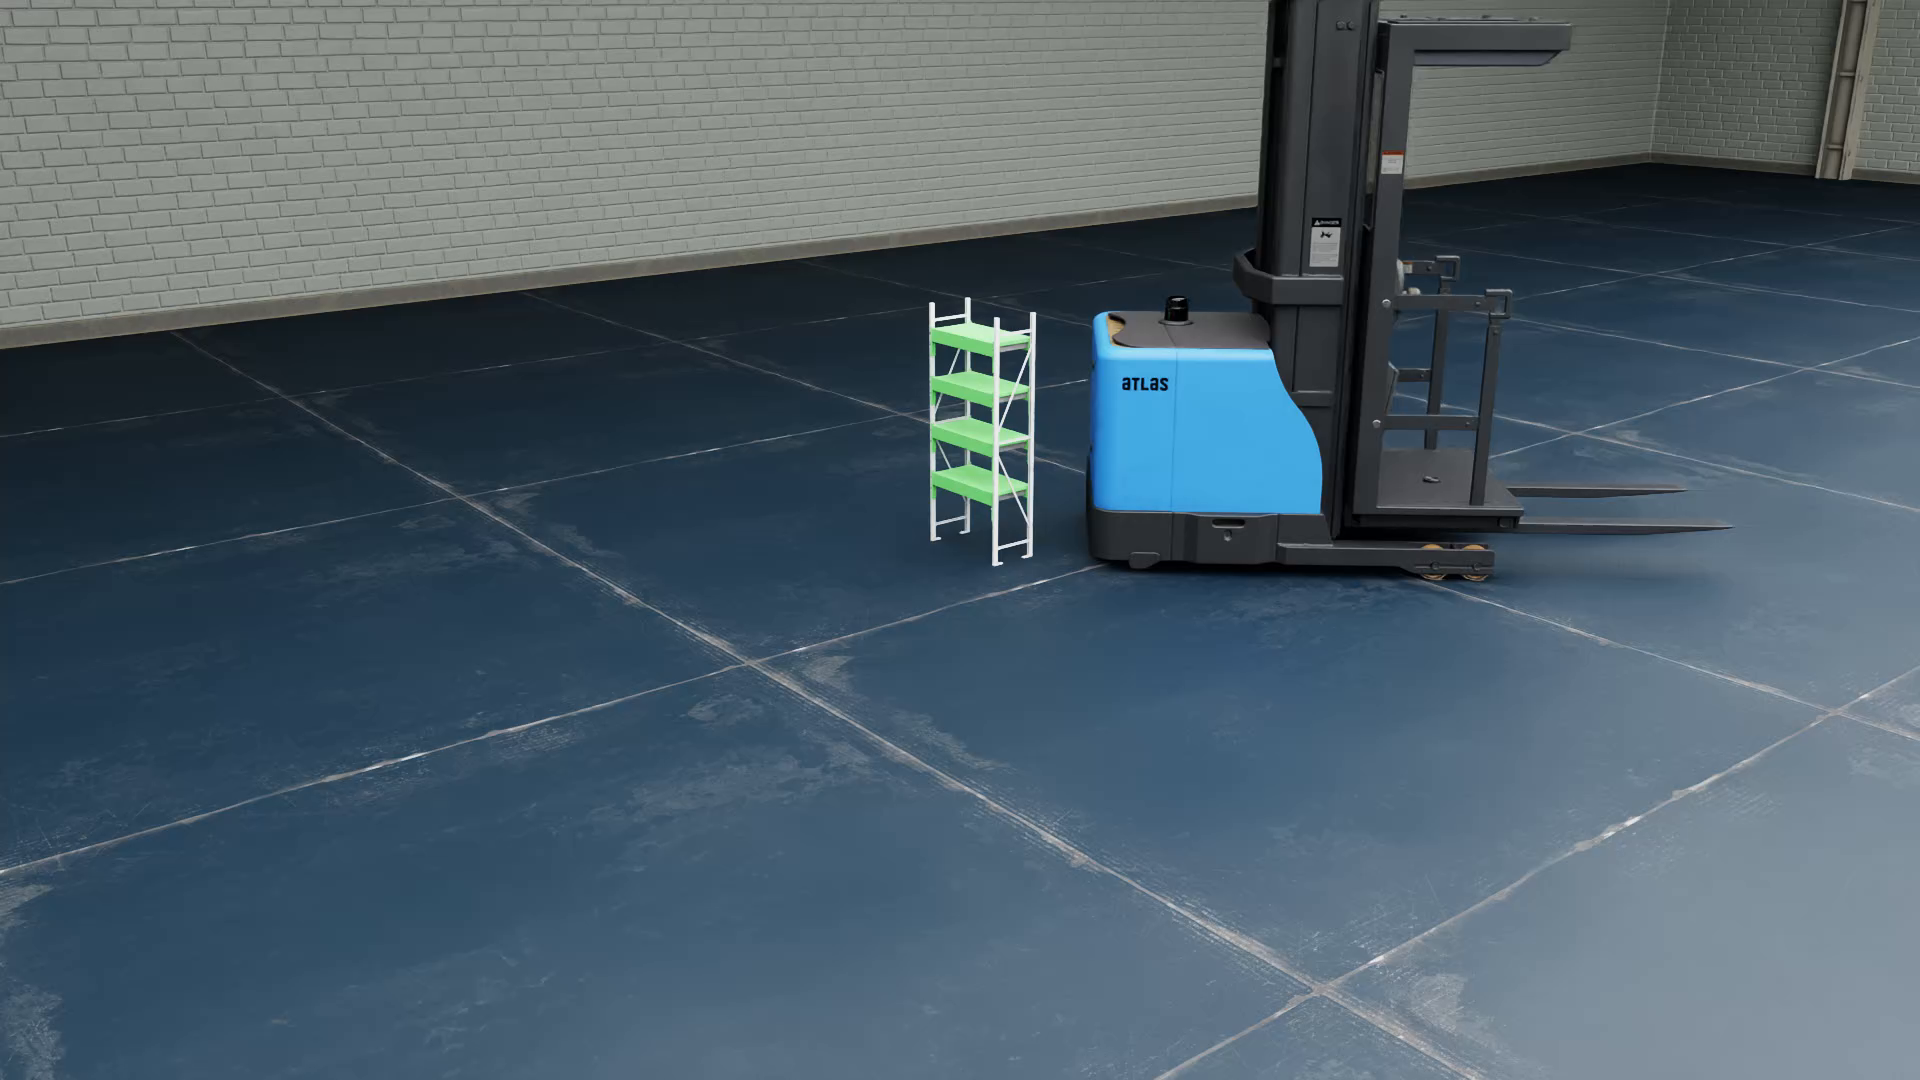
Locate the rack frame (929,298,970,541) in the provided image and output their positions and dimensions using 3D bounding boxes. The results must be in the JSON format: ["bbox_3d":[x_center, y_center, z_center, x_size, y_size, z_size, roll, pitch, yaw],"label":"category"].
[{"bbox_3d":[-0.049,-0.589,8.232,0.240,1.200,0.015,-14,23,-36],"label":"rack frame"}]

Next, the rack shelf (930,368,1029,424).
[{"bbox_3d":[0.103,-0.696,7.995,0.258,0.148,0.480,-14,23,-36],"label":"rack shelf"}]

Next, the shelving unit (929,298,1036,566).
[{"bbox_3d":[0.103,-0.529,8.051,0.258,1.200,0.503,-14,23,-36],"label":"shelving unit"}]

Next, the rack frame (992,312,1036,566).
[{"bbox_3d":[0.254,-0.469,7.869,0.240,1.200,0.015,-14,23,-36],"label":"rack frame"}]

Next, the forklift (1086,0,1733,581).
[{"bbox_3d":[2.155,-1.371,7.840,3.031,2.935,1.130,1,18,3],"label":"forklift"}]

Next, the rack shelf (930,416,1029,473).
[{"bbox_3d":[0.103,-0.468,8.071,0.258,0.148,0.480,-14,23,-36],"label":"rack shelf"}]

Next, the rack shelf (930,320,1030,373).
[{"bbox_3d":[0.103,-0.924,7.920,0.258,0.148,0.480,-14,23,-36],"label":"rack shelf"}]

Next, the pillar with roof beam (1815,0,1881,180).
[{"bbox_3d":[9.423,-8.733,20.420,9.100,9.000,0.400,-14,23,-36],"label":"pillar with roof beam"}]

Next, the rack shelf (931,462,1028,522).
[{"bbox_3d":[0.103,-0.240,8.146,0.258,0.148,0.480,-14,23,-36],"label":"rack shelf"}]
